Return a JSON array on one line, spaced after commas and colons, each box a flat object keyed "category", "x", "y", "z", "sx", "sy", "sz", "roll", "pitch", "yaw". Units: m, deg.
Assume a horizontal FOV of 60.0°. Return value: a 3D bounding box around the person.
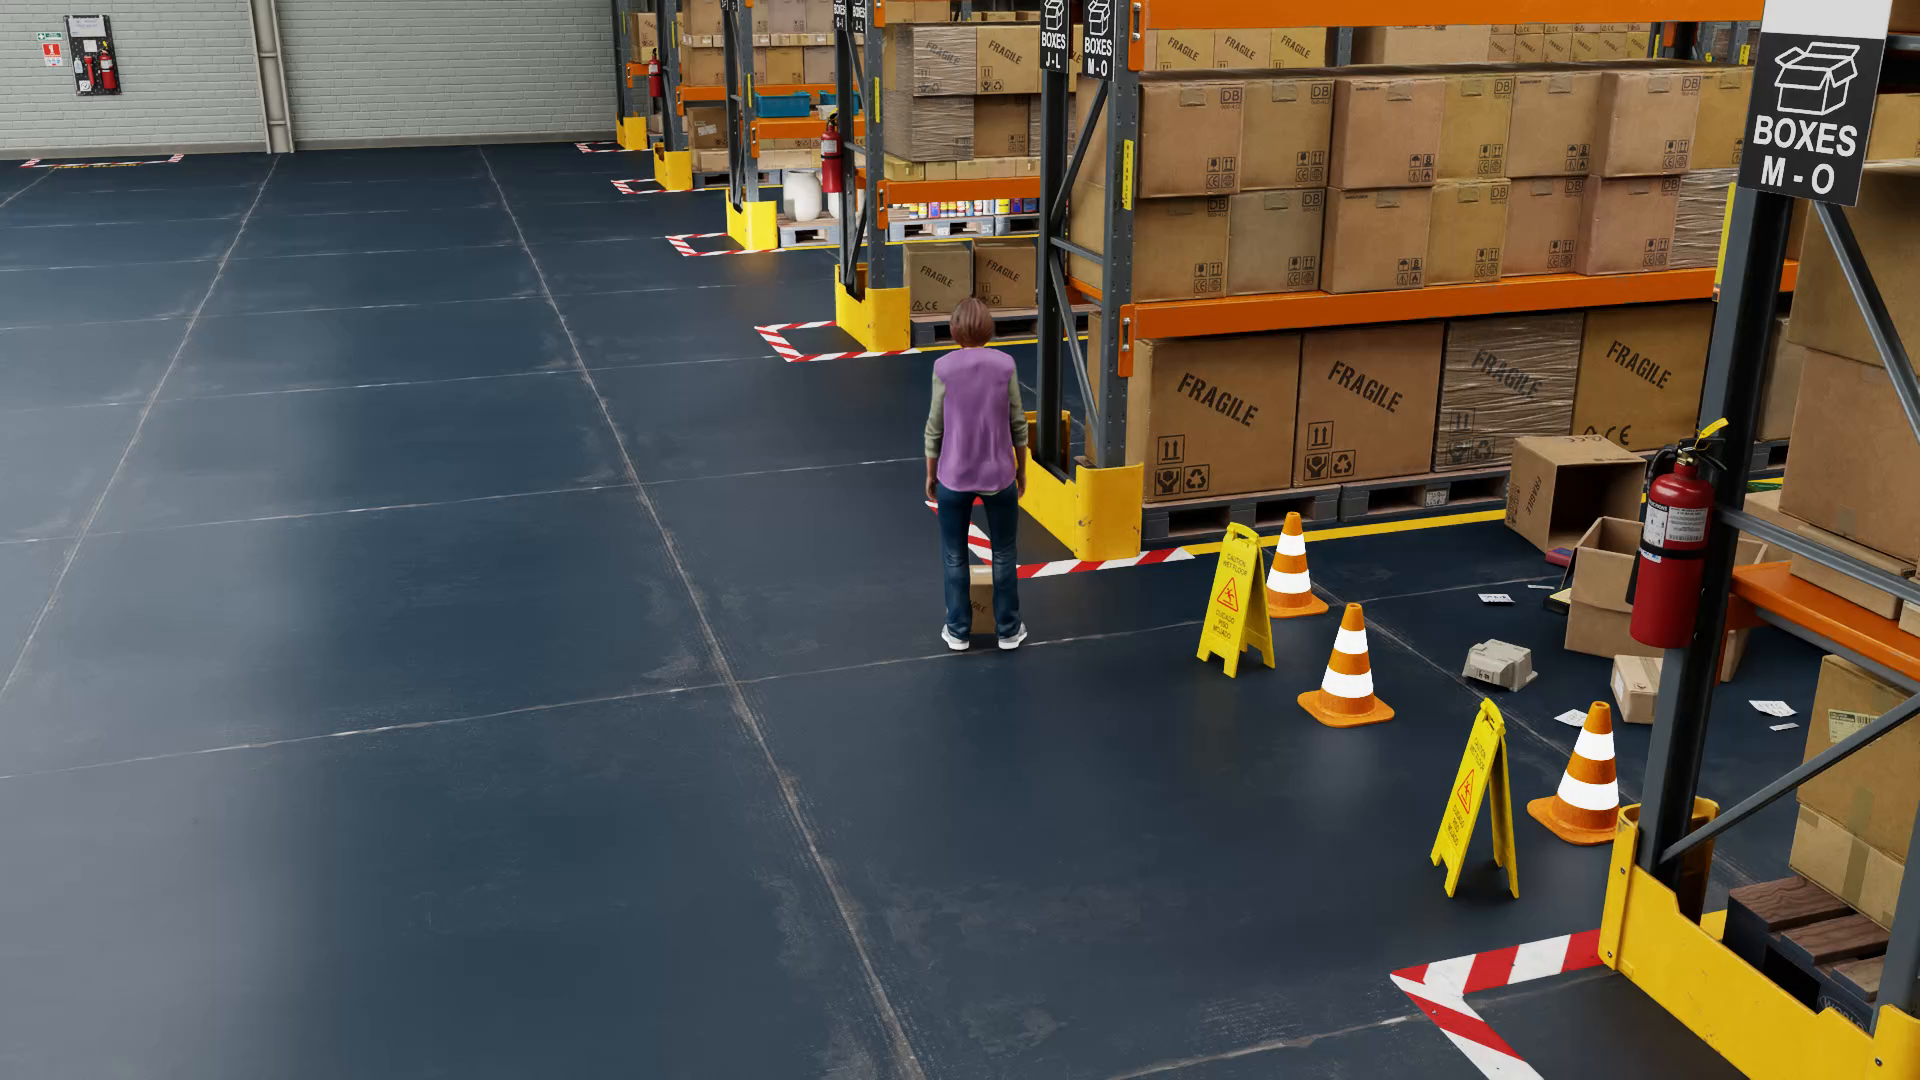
[{"category": "person", "x": 0.071, "y": -0.268, "z": 7.357, "sx": 0.485, "sy": 1.582, "sz": 0.341, "roll": -1, "pitch": 20, "yaw": -3}]
